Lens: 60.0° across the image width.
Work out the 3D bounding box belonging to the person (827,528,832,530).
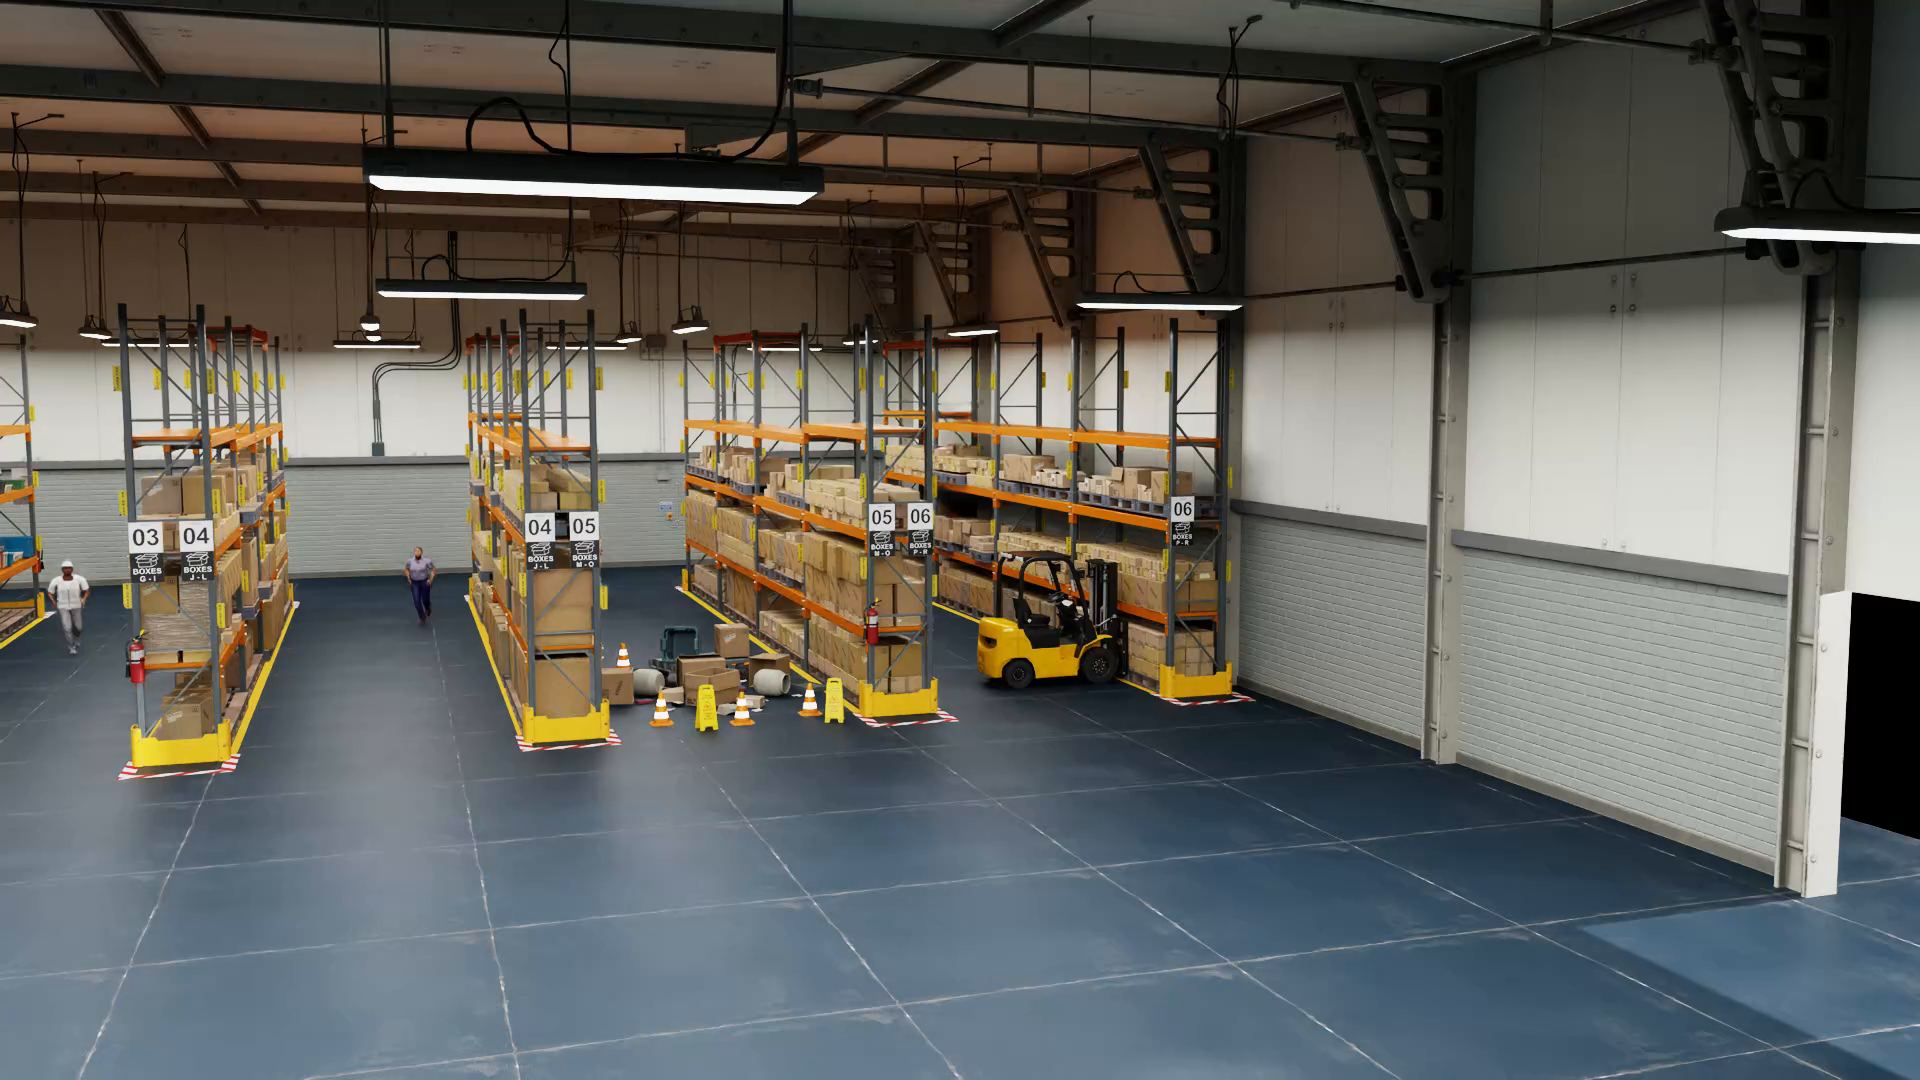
[{"bbox_3d":[-2.976,0.403,37.350,0.543,1.569,0.487,-3,6,-33],"label":"person"}]

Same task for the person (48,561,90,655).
[{"bbox_3d":[-16.405,1.240,30.630,0.686,1.722,0.589,-3,6,-29],"label":"person"}]

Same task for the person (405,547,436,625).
[{"bbox_3d":[-11.230,0.948,34.609,0.626,1.594,0.590,-1,5,-9],"label":"person"}]
